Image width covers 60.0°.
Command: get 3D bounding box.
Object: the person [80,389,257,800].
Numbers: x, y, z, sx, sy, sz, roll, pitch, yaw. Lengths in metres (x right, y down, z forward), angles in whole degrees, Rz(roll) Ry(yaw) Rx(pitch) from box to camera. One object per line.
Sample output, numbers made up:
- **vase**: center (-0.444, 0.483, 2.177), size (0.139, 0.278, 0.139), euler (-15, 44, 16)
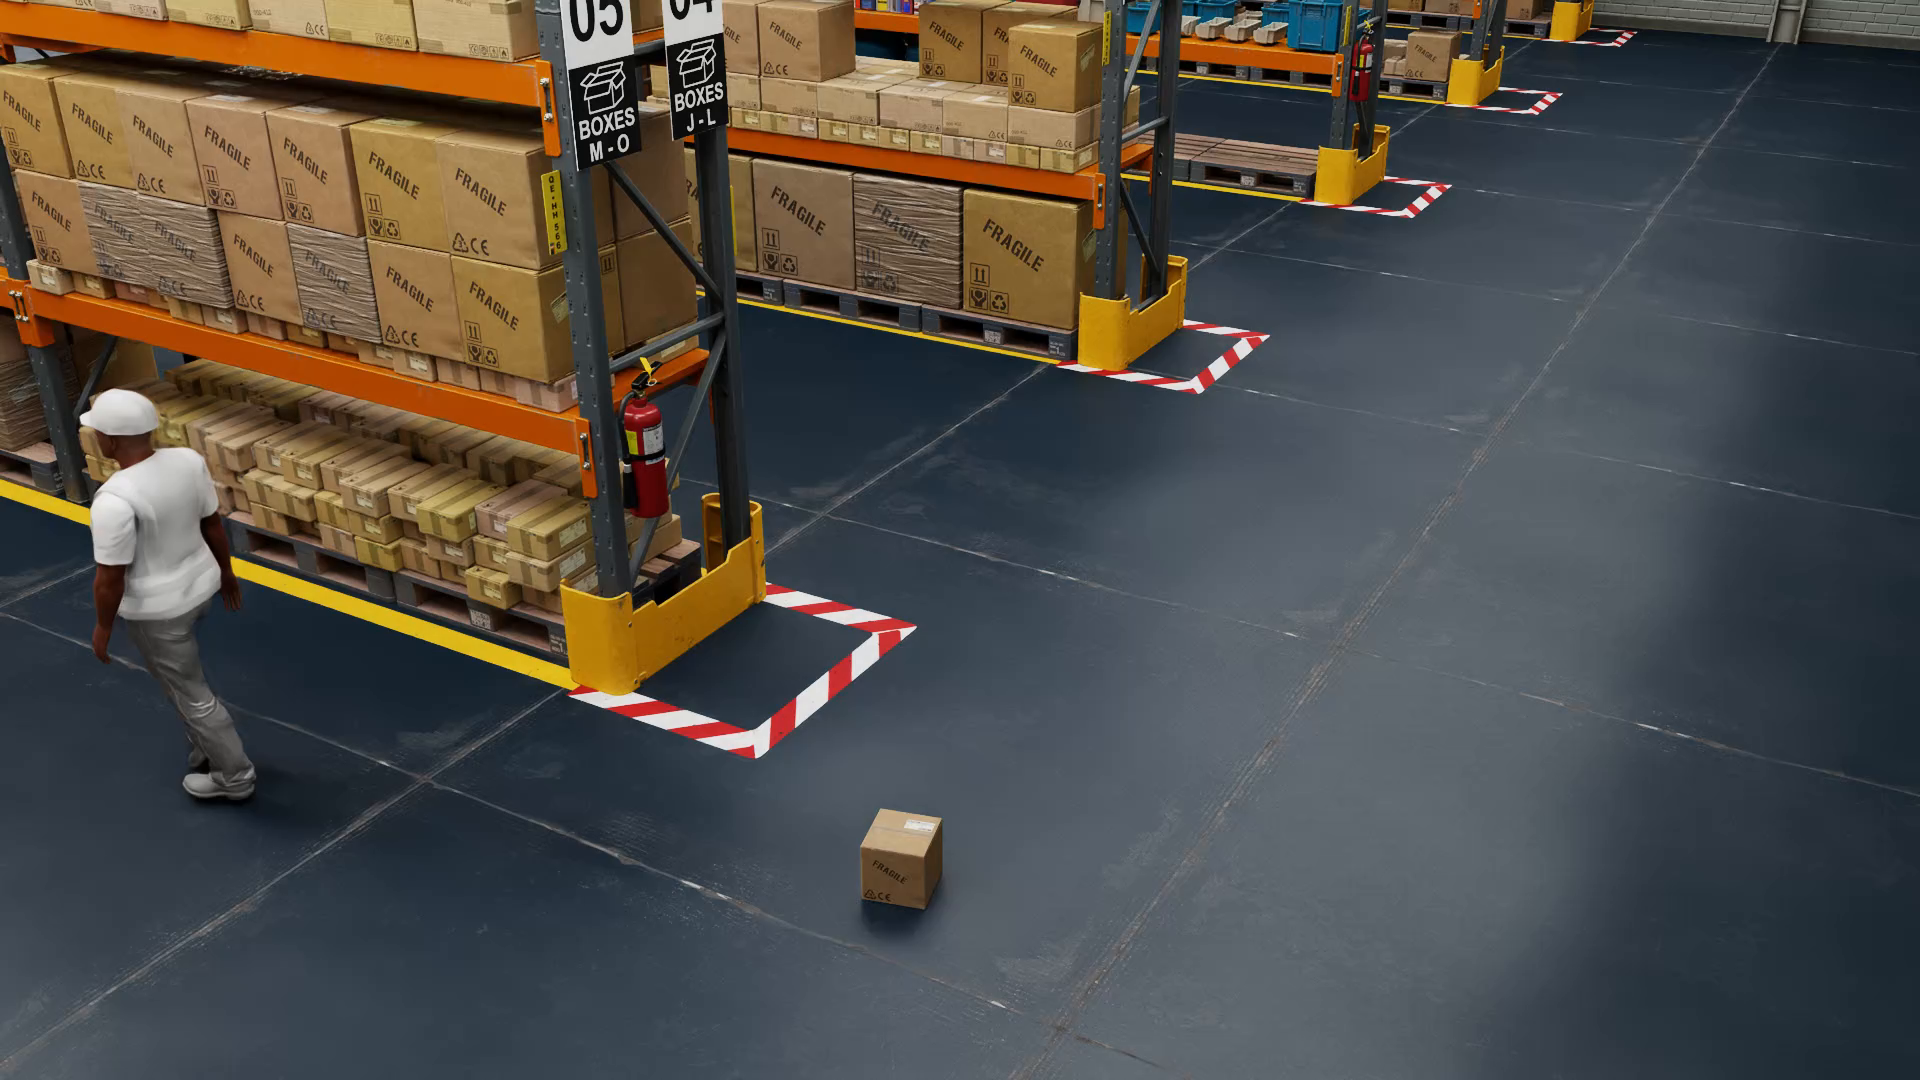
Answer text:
- **person**: center (-3.156, 0.249, 6.577), size (0.532, 1.799, 0.598), euler (5, 27, 11)
